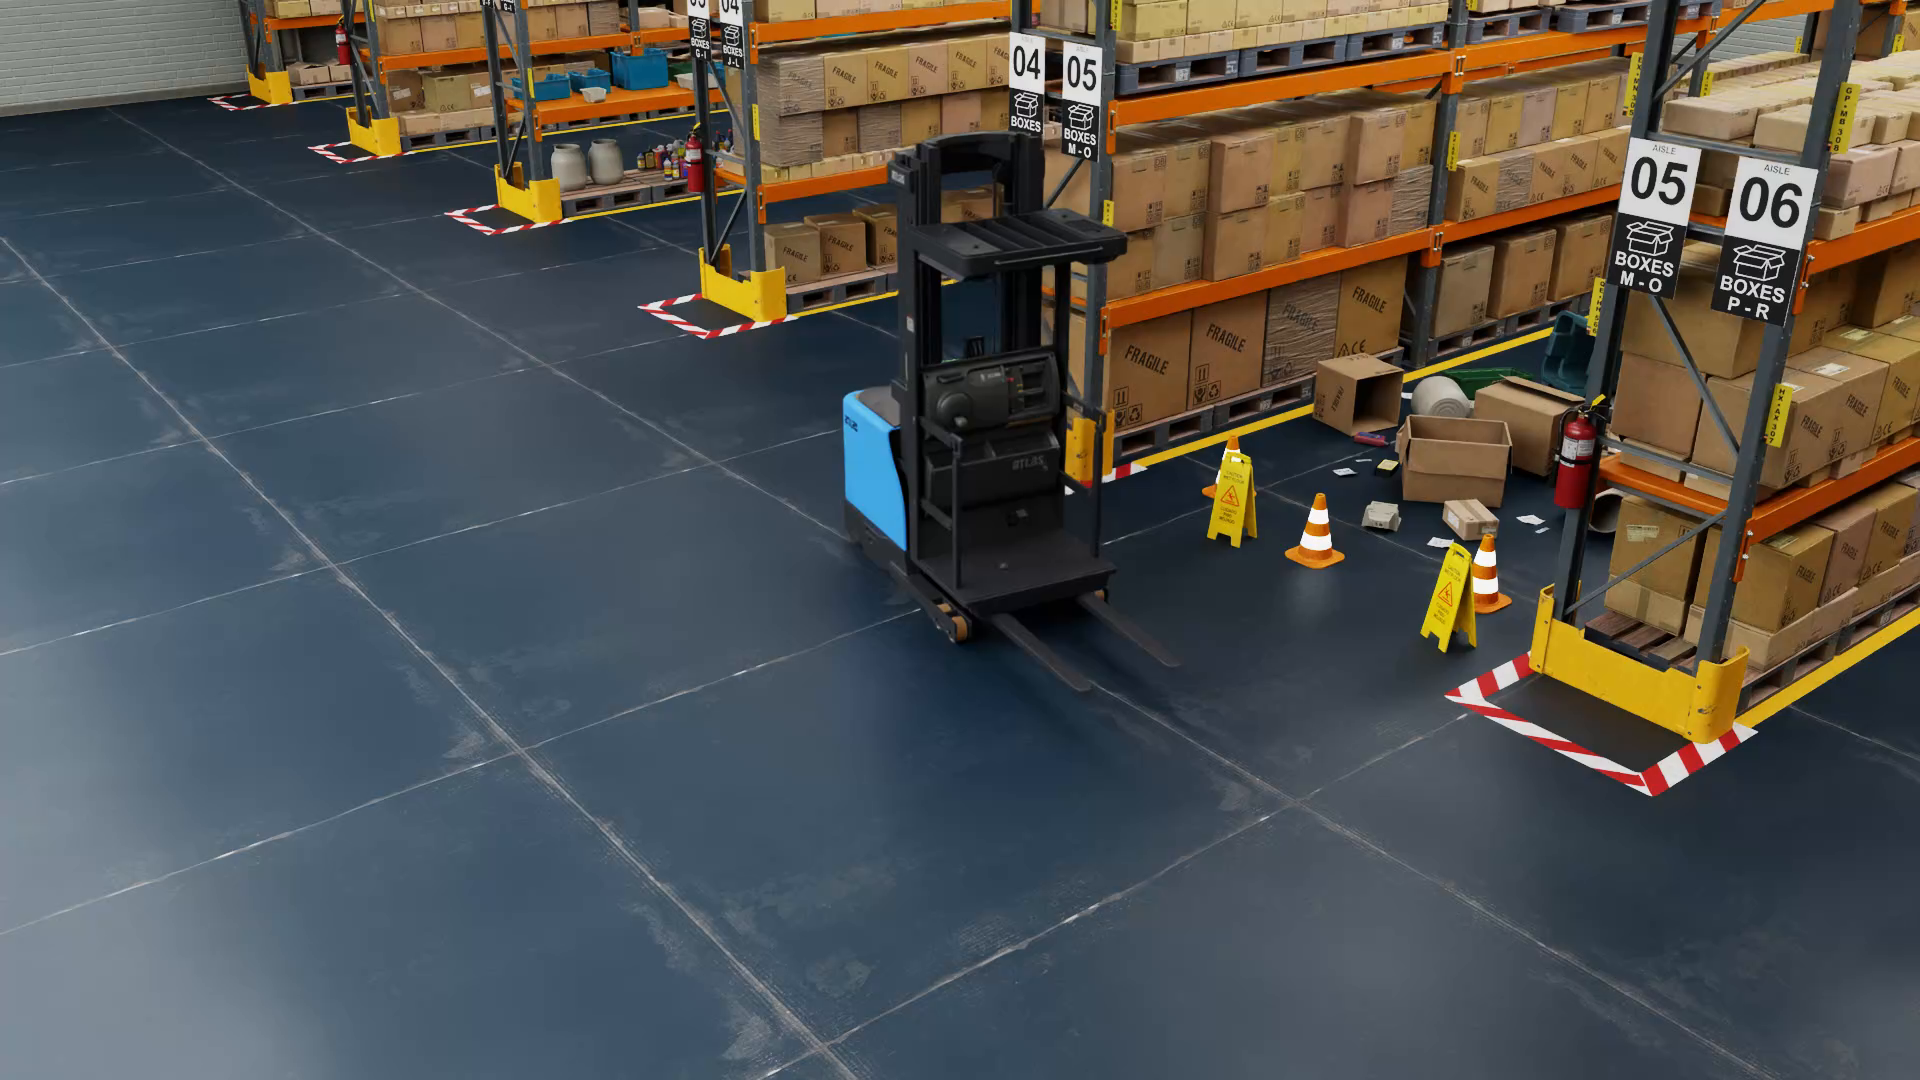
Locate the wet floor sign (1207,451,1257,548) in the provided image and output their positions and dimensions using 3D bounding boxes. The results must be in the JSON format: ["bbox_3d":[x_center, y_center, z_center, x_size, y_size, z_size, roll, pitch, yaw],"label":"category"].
[{"bbox_3d":[1.929,-0.310,11.652,0.267,0.644,0.232,21,32,37],"label":"wet floor sign"}]

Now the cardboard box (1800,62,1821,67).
[{"bbox_3d":[9.562,-5.199,18.483,0.250,0.149,0.380,-19,31,-36],"label":"cardboard box"}]

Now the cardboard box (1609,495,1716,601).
[{"bbox_3d":[4.333,-0.006,10.076,0.500,0.500,0.500,-18,30,-34],"label":"cardboard box"}]

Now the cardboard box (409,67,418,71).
[{"bbox_3d":[-9.544,-8.170,28.655,0.250,0.149,0.380,-21,32,-38],"label":"cardboard box"}]

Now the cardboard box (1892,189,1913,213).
[{"bbox_3d":[4.886,-1.881,8.975,0.250,0.149,0.380,-18,31,-34],"label":"cardboard box"}]

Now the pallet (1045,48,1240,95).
[{"bbox_3d":[1.307,-3.558,12.395,1.213,0.211,1.003,-18,31,-34],"label":"pallet"}]

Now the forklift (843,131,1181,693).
[{"bbox_3d":[0.300,-0.903,10.213,1.130,2.935,3.031,-12,28,-24],"label":"forklift"}]

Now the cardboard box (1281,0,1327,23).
[{"bbox_3d":[2.459,-4.139,12.748,0.500,0.250,0.500,-18,31,-34],"label":"cardboard box"}]

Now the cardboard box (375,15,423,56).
[{"bbox_3d":[-7.986,-7.156,23.487,0.500,0.500,0.700,-18,31,-34],"label":"cardboard box"}]

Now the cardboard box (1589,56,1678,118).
[{"bbox_3d":[6.666,-4.505,16.587,0.500,0.500,0.700,-18,31,-34],"label":"cardboard box"}]

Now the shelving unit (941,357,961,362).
[{"bbox_3d":[-0.143,-0.803,12.056,0.503,1.200,0.258,-11,27,-22],"label":"shelving unit"}]

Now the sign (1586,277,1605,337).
[{"bbox_3d":[3.537,-1.285,9.206,0.005,0.325,0.100,-18,31,-34],"label":"sign"}]

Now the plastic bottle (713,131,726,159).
[{"bbox_3d":[-3.200,-5.267,22.160,0.185,0.351,0.144,-20,31,-36],"label":"plastic bottle"}]

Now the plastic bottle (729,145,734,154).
[{"bbox_3d":[-2.894,-4.992,21.567,0.185,0.351,0.144,-18,31,-34],"label":"plastic bottle"}]

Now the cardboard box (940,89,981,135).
[{"bbox_3d":[-0.242,-4.552,17.523,0.500,0.500,0.875,-18,31,-34],"label":"cardboard box"}]

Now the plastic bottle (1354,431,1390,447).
[{"bbox_3d":[3.339,-0.808,13.419,0.283,0.061,0.133,15,29,29],"label":"plastic bottle"}]

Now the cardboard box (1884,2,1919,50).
[{"bbox_3d":[11.077,-5.969,19.387,0.500,0.500,0.500,-19,31,-36],"label":"cardboard box"}]

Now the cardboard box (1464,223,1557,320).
[{"bbox_3d":[5.072,-2.691,16.158,0.750,0.750,1.050,-18,31,-34],"label":"cardboard box"}]

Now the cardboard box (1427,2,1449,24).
[{"bbox_3d":[3.788,-4.362,13.704,0.250,0.149,0.380,-18,31,-34],"label":"cardboard box"}]

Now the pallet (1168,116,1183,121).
[{"bbox_3d":[2.511,-5.174,19.563,1.213,0.211,1.003,-18,31,-34],"label":"pallet"}]

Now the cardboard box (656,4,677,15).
[{"bbox_3d":[-4.635,-8.261,26.146,0.258,0.266,0.396,-19,31,-35],"label":"cardboard box"}]

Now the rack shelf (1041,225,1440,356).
[{"bbox_3d":[2.304,-2.235,13.856,4.000,0.370,1.077,-18,31,-34],"label":"rack shelf"}]

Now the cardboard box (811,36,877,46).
[{"bbox_3d":[-1.186,-4.830,16.934,0.500,0.500,0.500,-18,31,-34],"label":"cardboard box"}]

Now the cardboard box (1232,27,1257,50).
[{"bbox_3d":[1.992,-3.769,12.426,0.250,0.149,0.380,-18,30,-34],"label":"cardboard box"}]

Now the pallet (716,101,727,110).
[{"bbox_3d":[-3.697,-7.291,27.208,1.213,0.211,1.003,-18,31,-34],"label":"pallet"}]

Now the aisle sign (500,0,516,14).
[{"bbox_3d":[-5.184,-6.415,18.921,0.004,0.787,0.394,-18,31,-34],"label":"aisle sign"}]

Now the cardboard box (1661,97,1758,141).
[{"bbox_3d":[3.948,-2.222,8.762,0.250,0.149,0.380,-18,30,-34],"label":"cardboard box"}]

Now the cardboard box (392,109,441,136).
[{"bbox_3d":[-7.802,-6.002,23.887,0.500,0.250,0.500,-18,31,-34],"label":"cardboard box"}]

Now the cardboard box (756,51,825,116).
[{"bbox_3d":[-1.650,-4.397,16.002,0.500,0.500,0.500,-18,31,-34],"label":"cardboard box"}]

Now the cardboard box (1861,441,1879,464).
[{"bbox_3d":[5.118,-0.575,9.724,0.250,0.149,0.380,-17,30,-33],"label":"cardboard box"}]

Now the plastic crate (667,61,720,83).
[{"bbox_3d":[-3.402,-6.035,21.443,0.662,0.188,0.450,-18,31,-34],"label":"plastic crate"}]

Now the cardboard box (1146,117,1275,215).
[{"bbox_3d":[1.946,-2.957,13.097,0.550,0.550,0.875,-18,31,-34],"label":"cardboard box"}]

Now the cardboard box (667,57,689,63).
[{"bbox_3d":[-4.666,-7.567,26.594,0.500,0.311,0.500,-17,30,-33],"label":"cardboard box"}]

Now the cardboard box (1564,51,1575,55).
[{"bbox_3d":[8.450,-6.953,23.467,0.250,0.149,0.380,-19,31,-35],"label":"cardboard box"}]

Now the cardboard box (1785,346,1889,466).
[{"bbox_3d":[4.813,-0.775,9.384,0.500,0.500,0.500,-17,30,-33],"label":"cardboard box"}]

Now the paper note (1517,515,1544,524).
[{"bbox_3d":[4.140,-0.152,12.054,0.142,0.019,0.148,-8,26,-16],"label":"paper note"}]

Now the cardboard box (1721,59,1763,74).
[{"bbox_3d":[8.761,-5.284,18.665,0.250,0.149,0.380,-19,31,-34],"label":"cardboard box"}]

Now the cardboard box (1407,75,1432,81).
[{"bbox_3d":[5.794,-6.269,21.575,0.500,0.500,0.500,-18,30,-34],"label":"cardboard box"}]

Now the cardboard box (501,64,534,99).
[{"bbox_3d":[-6.620,-6.731,24.567,0.500,0.500,0.500,-18,31,-34],"label":"cardboard box"}]

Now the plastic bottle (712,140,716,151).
[{"bbox_3d":[-3.292,-5.181,22.068,0.097,0.271,0.097,0,25,0],"label":"plastic bottle"}]

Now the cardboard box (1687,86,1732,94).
[{"bbox_3d":[7.718,-4.592,17.175,0.250,0.149,0.380,-19,31,-35],"label":"cardboard box"}]

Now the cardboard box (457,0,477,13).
[{"bbox_3d":[-7.108,-7.632,23.743,0.250,0.149,0.380,-19,31,-36],"label":"cardboard box"}]

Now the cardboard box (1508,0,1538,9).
[{"bbox_3d":[4.847,-4.750,14.540,0.380,0.149,0.250,-18,31,-34],"label":"cardboard box"}]

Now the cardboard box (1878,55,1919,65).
[{"bbox_3d":[5.775,-2.818,10.047,0.250,0.149,0.380,-19,31,-36],"label":"cardboard box"}]

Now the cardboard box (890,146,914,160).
[{"bbox_3d":[-0.640,-3.949,16.995,0.250,0.149,0.380,-18,31,-34],"label":"cardboard box"}]

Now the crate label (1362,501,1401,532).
[{"bbox_3d":[3.034,-0.173,11.959,0.250,0.136,0.298,10,27,20],"label":"crate label"}]

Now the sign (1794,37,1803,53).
[{"bbox_3d":[9.832,-5.729,19.503,0.005,0.325,0.100,-18,31,-34],"label":"sign"}]

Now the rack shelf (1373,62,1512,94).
[{"bbox_3d":[5.618,-5.982,21.931,4.000,0.370,1.077,-18,31,-34],"label":"rack shelf"}]

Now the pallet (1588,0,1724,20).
[{"bbox_3d":[6.551,-5.210,16.073,1.003,0.211,1.213,-17,30,-32],"label":"pallet"}]

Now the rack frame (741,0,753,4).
[{"bbox_3d":[-2.251,-6.432,14.919,0.127,3.000,1.000,-18,31,-34],"label":"rack frame"}]

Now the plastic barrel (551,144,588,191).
[{"bbox_3d":[-4.837,-4.610,20.576,0.421,0.512,0.421,0,25,0],"label":"plastic barrel"}]

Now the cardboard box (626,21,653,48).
[{"bbox_3d":[-6.137,-9.478,31.055,0.500,0.500,0.700,-18,31,-34],"label":"cardboard box"}]

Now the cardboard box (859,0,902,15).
[{"bbox_3d":[-0.918,-5.306,16.235,0.500,0.250,0.500,-18,31,-34],"label":"cardboard box"}]

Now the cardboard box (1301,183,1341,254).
[{"bbox_3d":[2.678,-2.797,14.035,0.550,0.550,0.875,-18,31,-34],"label":"cardboard box"}]
